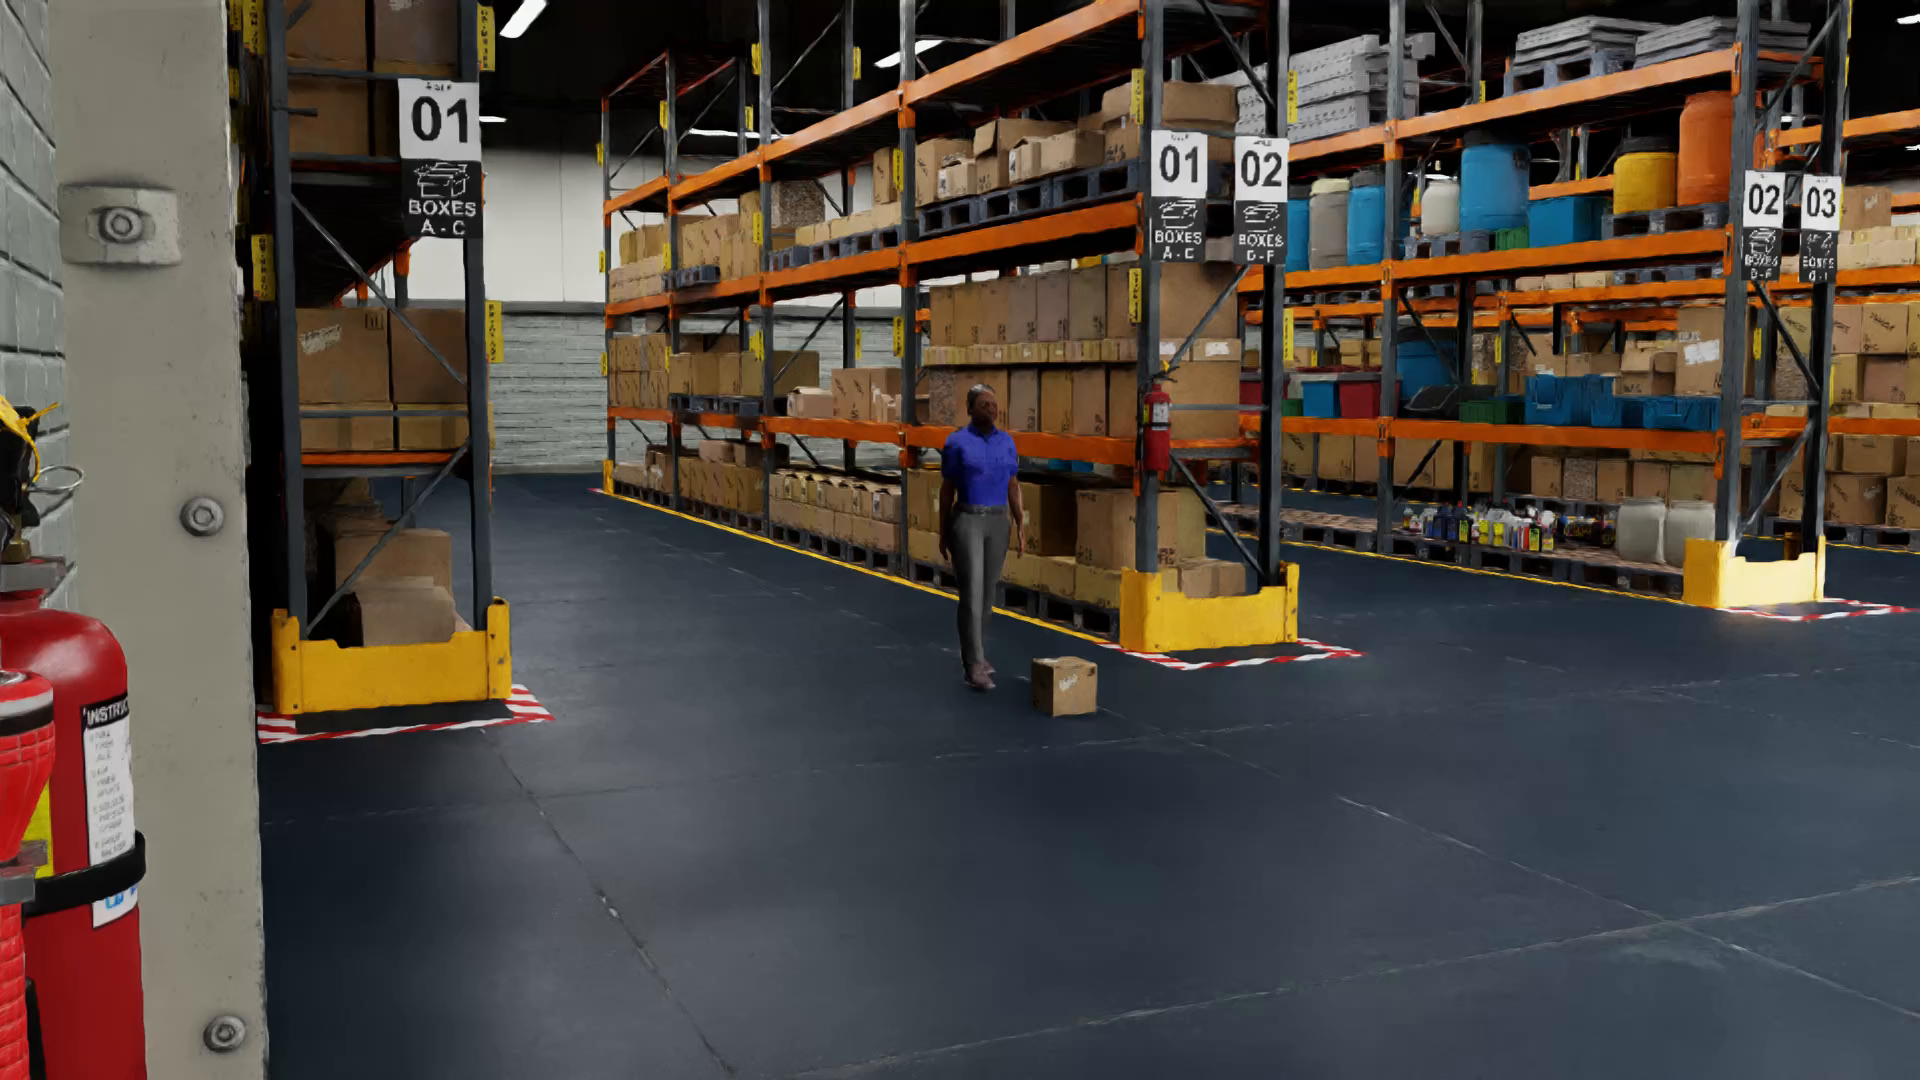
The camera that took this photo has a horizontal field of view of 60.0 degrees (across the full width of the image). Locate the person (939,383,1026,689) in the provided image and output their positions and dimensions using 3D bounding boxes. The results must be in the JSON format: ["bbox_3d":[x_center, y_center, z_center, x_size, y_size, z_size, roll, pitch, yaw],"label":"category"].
[{"bbox_3d":[0.162,-0.046,9.247,0.459,1.646,0.679,-3,6,-26],"label":"person"}]
